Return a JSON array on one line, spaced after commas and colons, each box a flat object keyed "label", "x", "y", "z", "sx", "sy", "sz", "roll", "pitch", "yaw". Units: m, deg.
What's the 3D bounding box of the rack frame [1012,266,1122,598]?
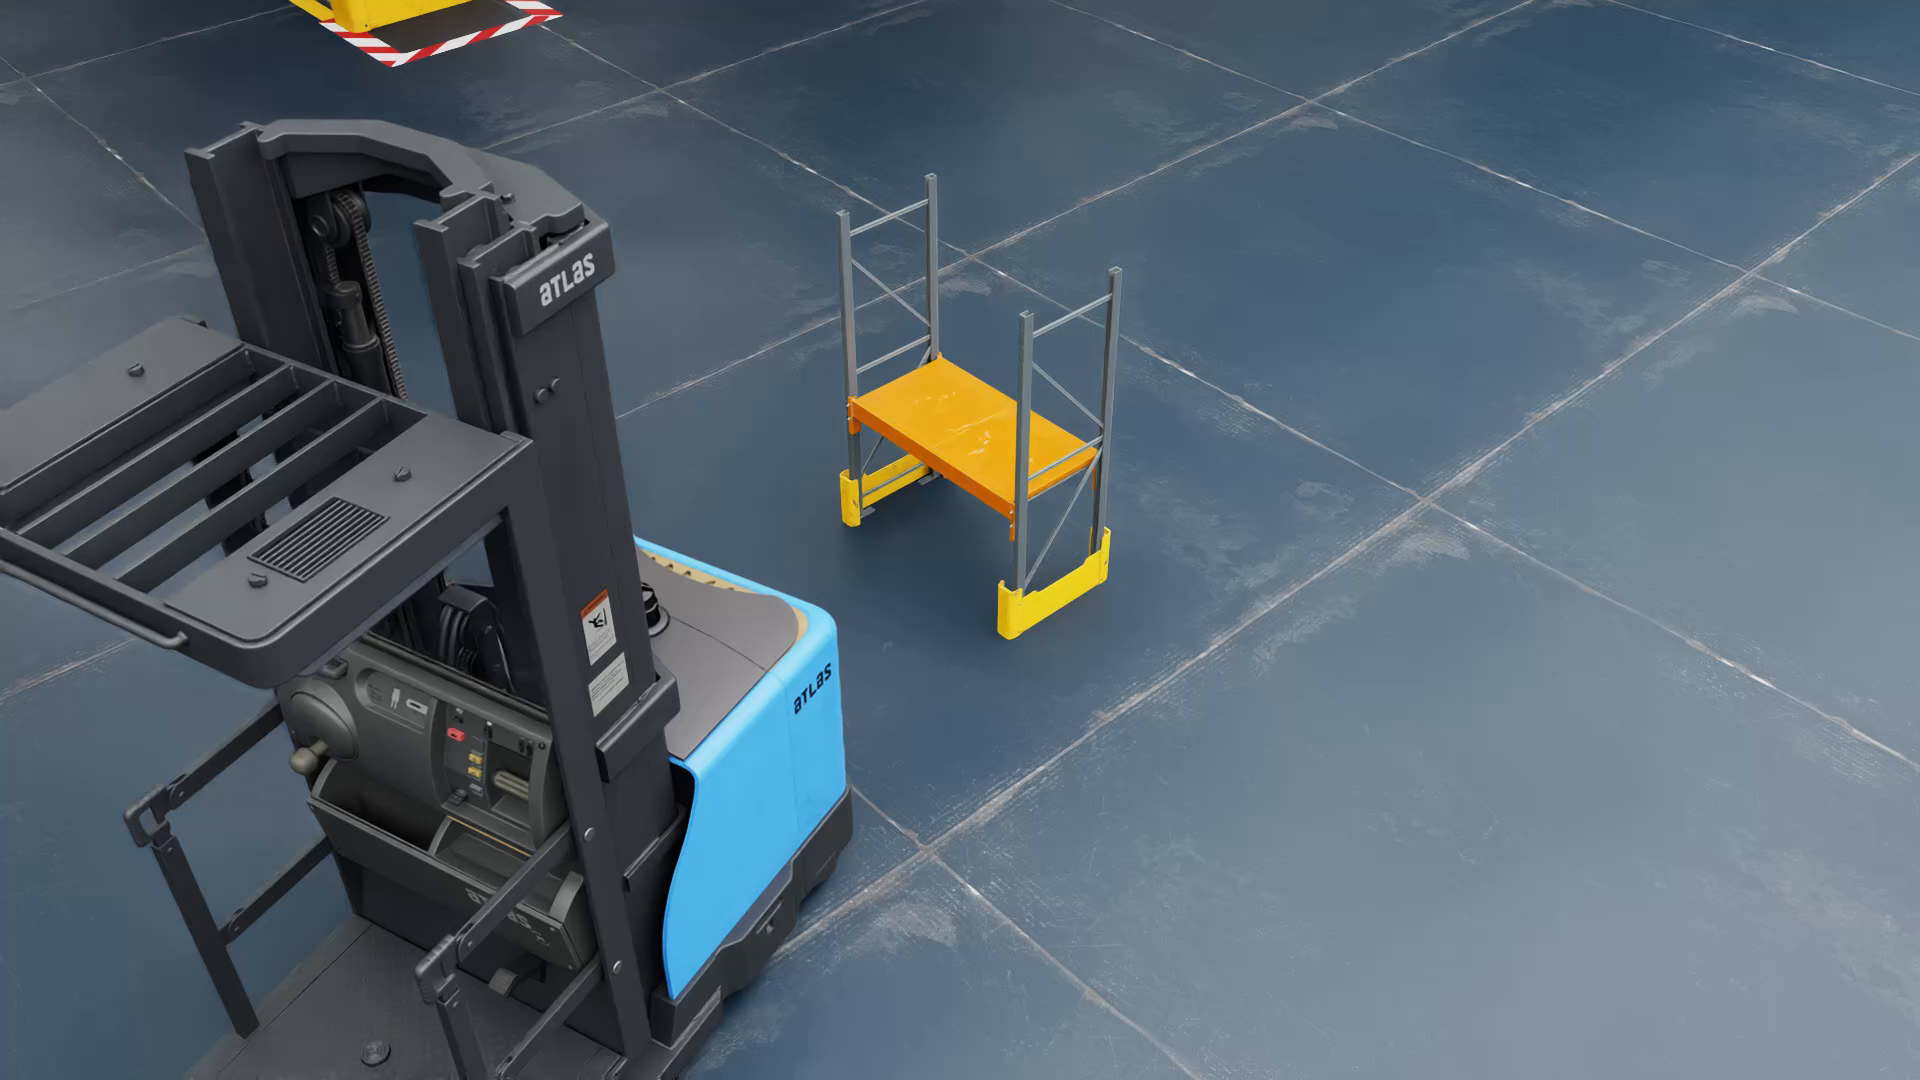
[{"label": "rack frame", "x": 0.402, "y": -0.309, "z": 6.439, "sx": 0.500, "sy": 1.500, "sz": 0.032, "roll": -30, "pitch": 48, "yaw": -32}]

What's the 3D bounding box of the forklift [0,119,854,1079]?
[{"label": "forklift", "x": -1.533, "y": 0.587, "z": 4.191, "sx": 1.130, "sy": 2.935, "sz": 3.031, "roll": 19, "pitch": 43, "yaw": 22}]

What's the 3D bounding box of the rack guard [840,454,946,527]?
[{"label": "rack guard", "x": -0.285, "y": -0.292, "z": 7.413, "sx": 0.587, "sy": 0.250, "sz": 0.087, "roll": -30, "pitch": 48, "yaw": -32}]

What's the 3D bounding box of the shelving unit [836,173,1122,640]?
[{"label": "shelving unit", "x": 0.052, "y": -0.548, "z": 6.735, "sx": 0.587, "sy": 1.500, "sz": 1.083, "roll": -30, "pitch": 48, "yaw": -32}]

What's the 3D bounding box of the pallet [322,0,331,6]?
[{"label": "pallet", "x": -4.441, "y": -4.333, "z": 12.447, "sx": 1.003, "sy": 0.211, "sz": 1.213, "roll": -30, "pitch": 48, "yaw": -32}]

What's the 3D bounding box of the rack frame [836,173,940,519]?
[{"label": "rack frame", "x": -0.286, "y": -0.779, "z": 7.021, "sx": 0.500, "sy": 1.500, "sz": 0.032, "roll": -30, "pitch": 48, "yaw": -32}]

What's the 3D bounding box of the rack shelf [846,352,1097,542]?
[{"label": "rack shelf", "x": 0.058, "y": -0.404, "z": 6.843, "sx": 0.538, "sy": 0.185, "sz": 1.000, "roll": -30, "pitch": 48, "yaw": -32}]

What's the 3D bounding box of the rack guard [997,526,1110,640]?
[{"label": "rack guard", "x": 0.388, "y": 0.169, "z": 6.842, "sx": 0.587, "sy": 0.250, "sz": 0.087, "roll": -30, "pitch": 48, "yaw": -32}]

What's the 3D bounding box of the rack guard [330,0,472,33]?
[{"label": "rack guard", "x": -3.918, "y": -4.054, "z": 11.872, "sx": 1.175, "sy": 0.500, "sz": 0.348, "roll": -30, "pitch": 48, "yaw": -32}]
